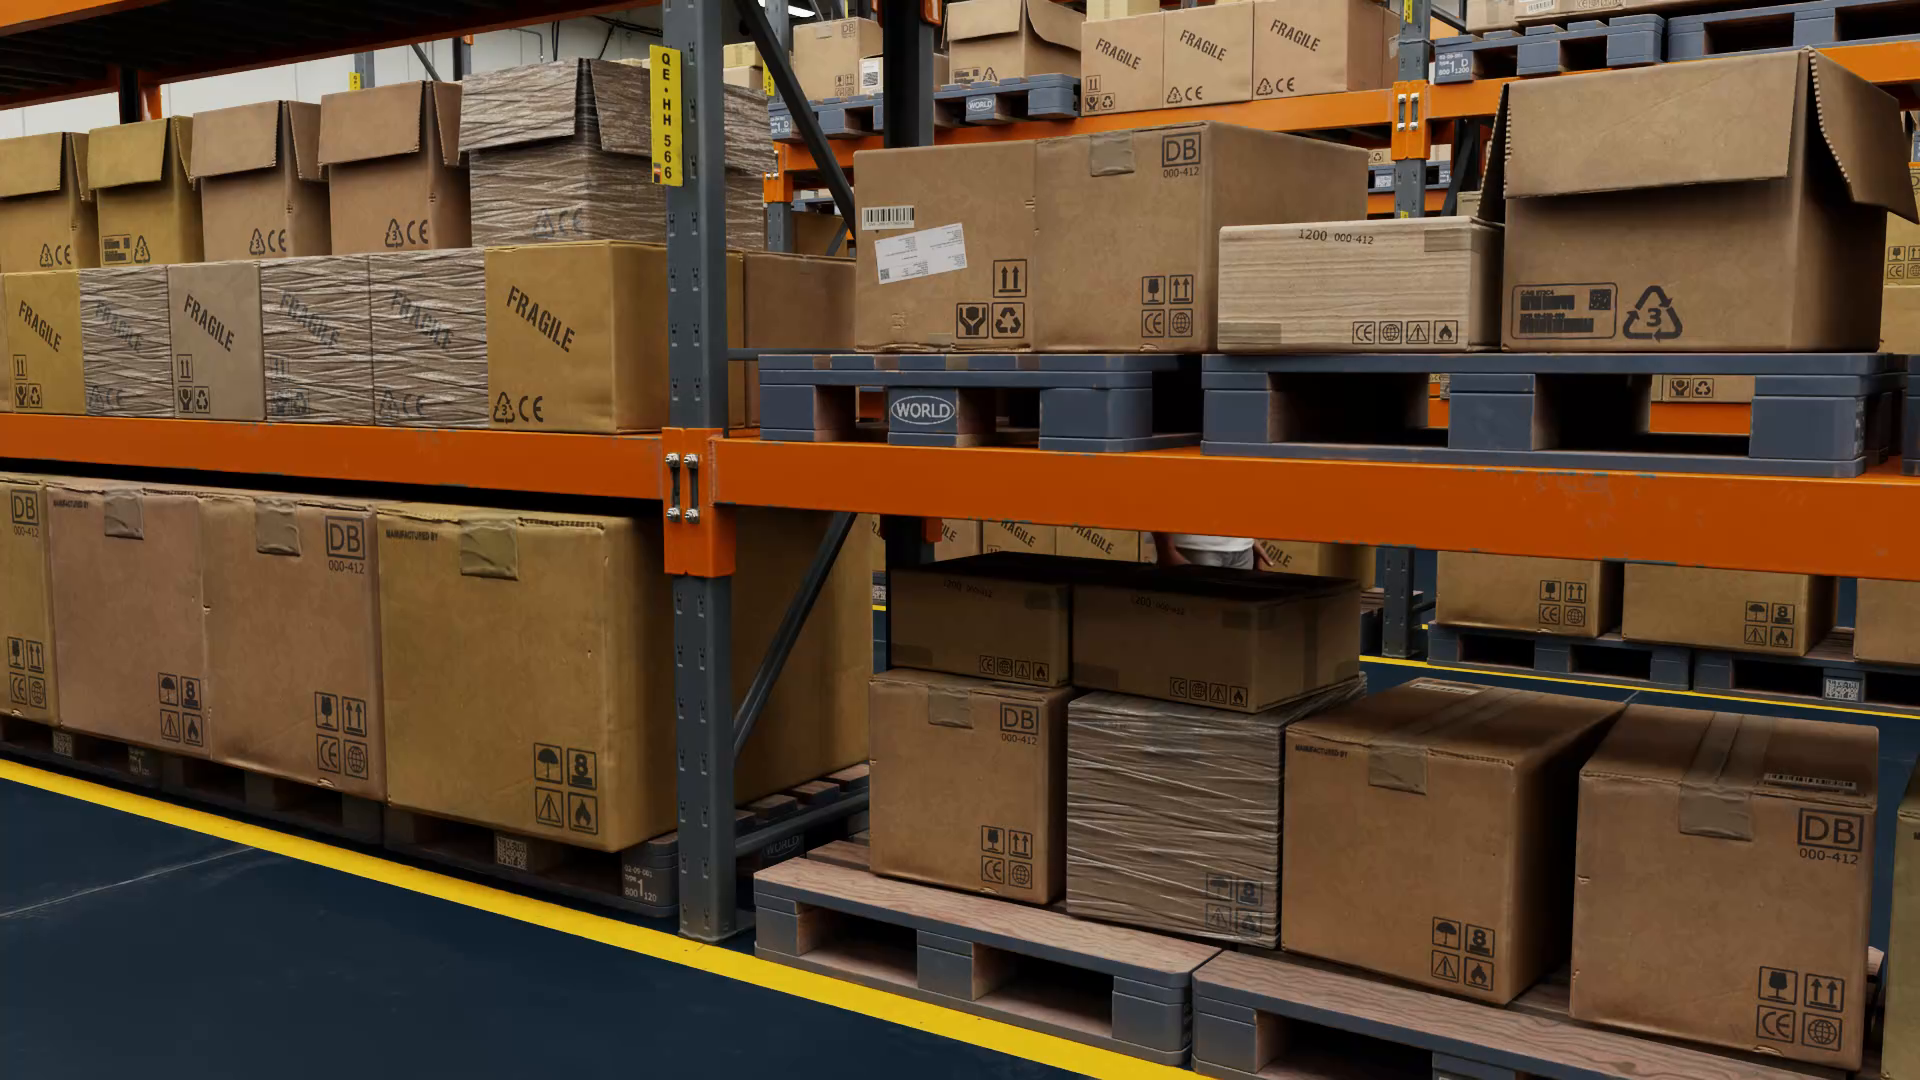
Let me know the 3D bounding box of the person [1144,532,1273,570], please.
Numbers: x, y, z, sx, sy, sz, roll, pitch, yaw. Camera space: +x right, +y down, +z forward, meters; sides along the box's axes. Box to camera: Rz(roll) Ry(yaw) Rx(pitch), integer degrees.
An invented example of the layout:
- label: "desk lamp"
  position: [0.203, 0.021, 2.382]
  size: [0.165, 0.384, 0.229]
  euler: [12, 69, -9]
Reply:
- label: "person"
  position: [0.807, 0.020, 5.485]
  size: [0.369, 1.766, 0.563]
  euler: [5, 8, 38]
